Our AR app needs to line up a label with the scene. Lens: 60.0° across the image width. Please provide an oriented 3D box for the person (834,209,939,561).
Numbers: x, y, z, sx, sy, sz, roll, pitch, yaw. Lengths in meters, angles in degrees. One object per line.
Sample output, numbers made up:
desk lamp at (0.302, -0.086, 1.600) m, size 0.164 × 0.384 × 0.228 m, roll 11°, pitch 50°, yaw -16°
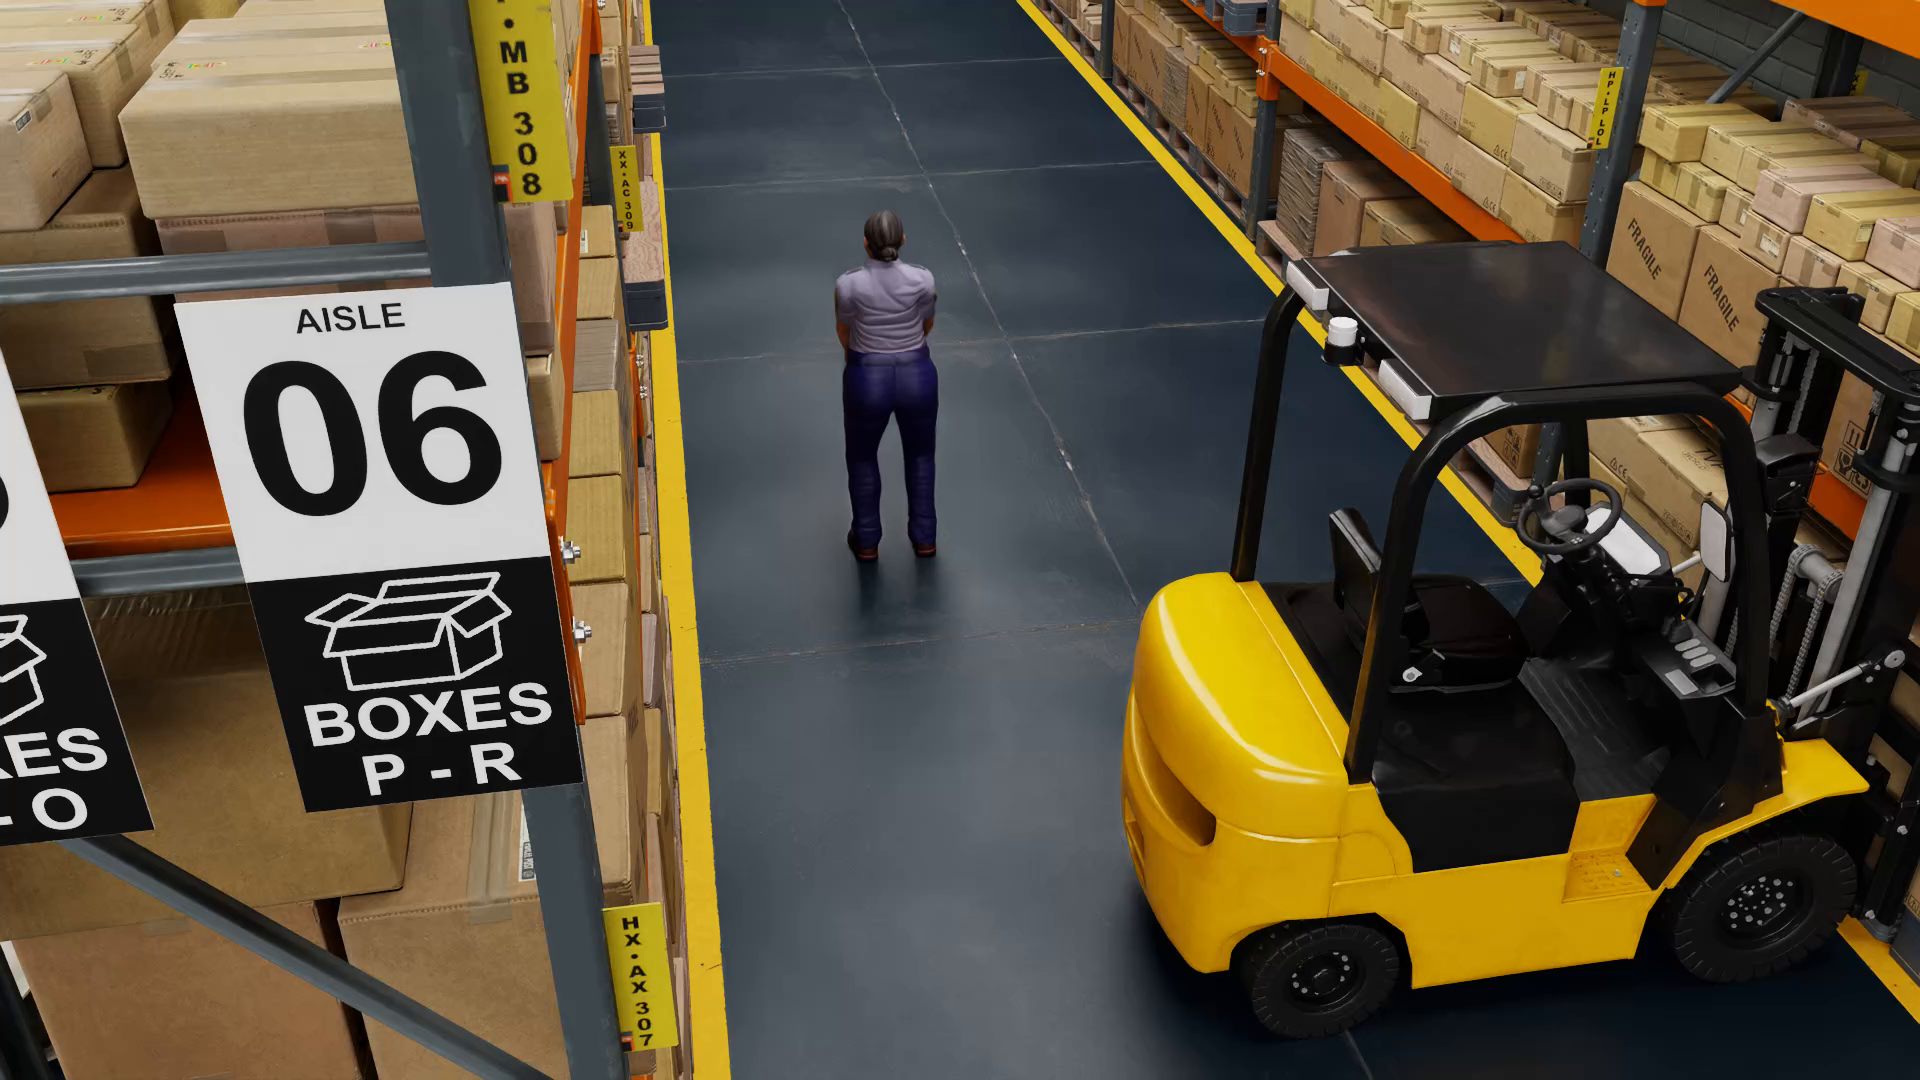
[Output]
person at (-0.332, -0.707, 7.351) m, size 0.441 × 1.633 × 0.493 m, roll -5°, pitch 31°, yaw -9°
